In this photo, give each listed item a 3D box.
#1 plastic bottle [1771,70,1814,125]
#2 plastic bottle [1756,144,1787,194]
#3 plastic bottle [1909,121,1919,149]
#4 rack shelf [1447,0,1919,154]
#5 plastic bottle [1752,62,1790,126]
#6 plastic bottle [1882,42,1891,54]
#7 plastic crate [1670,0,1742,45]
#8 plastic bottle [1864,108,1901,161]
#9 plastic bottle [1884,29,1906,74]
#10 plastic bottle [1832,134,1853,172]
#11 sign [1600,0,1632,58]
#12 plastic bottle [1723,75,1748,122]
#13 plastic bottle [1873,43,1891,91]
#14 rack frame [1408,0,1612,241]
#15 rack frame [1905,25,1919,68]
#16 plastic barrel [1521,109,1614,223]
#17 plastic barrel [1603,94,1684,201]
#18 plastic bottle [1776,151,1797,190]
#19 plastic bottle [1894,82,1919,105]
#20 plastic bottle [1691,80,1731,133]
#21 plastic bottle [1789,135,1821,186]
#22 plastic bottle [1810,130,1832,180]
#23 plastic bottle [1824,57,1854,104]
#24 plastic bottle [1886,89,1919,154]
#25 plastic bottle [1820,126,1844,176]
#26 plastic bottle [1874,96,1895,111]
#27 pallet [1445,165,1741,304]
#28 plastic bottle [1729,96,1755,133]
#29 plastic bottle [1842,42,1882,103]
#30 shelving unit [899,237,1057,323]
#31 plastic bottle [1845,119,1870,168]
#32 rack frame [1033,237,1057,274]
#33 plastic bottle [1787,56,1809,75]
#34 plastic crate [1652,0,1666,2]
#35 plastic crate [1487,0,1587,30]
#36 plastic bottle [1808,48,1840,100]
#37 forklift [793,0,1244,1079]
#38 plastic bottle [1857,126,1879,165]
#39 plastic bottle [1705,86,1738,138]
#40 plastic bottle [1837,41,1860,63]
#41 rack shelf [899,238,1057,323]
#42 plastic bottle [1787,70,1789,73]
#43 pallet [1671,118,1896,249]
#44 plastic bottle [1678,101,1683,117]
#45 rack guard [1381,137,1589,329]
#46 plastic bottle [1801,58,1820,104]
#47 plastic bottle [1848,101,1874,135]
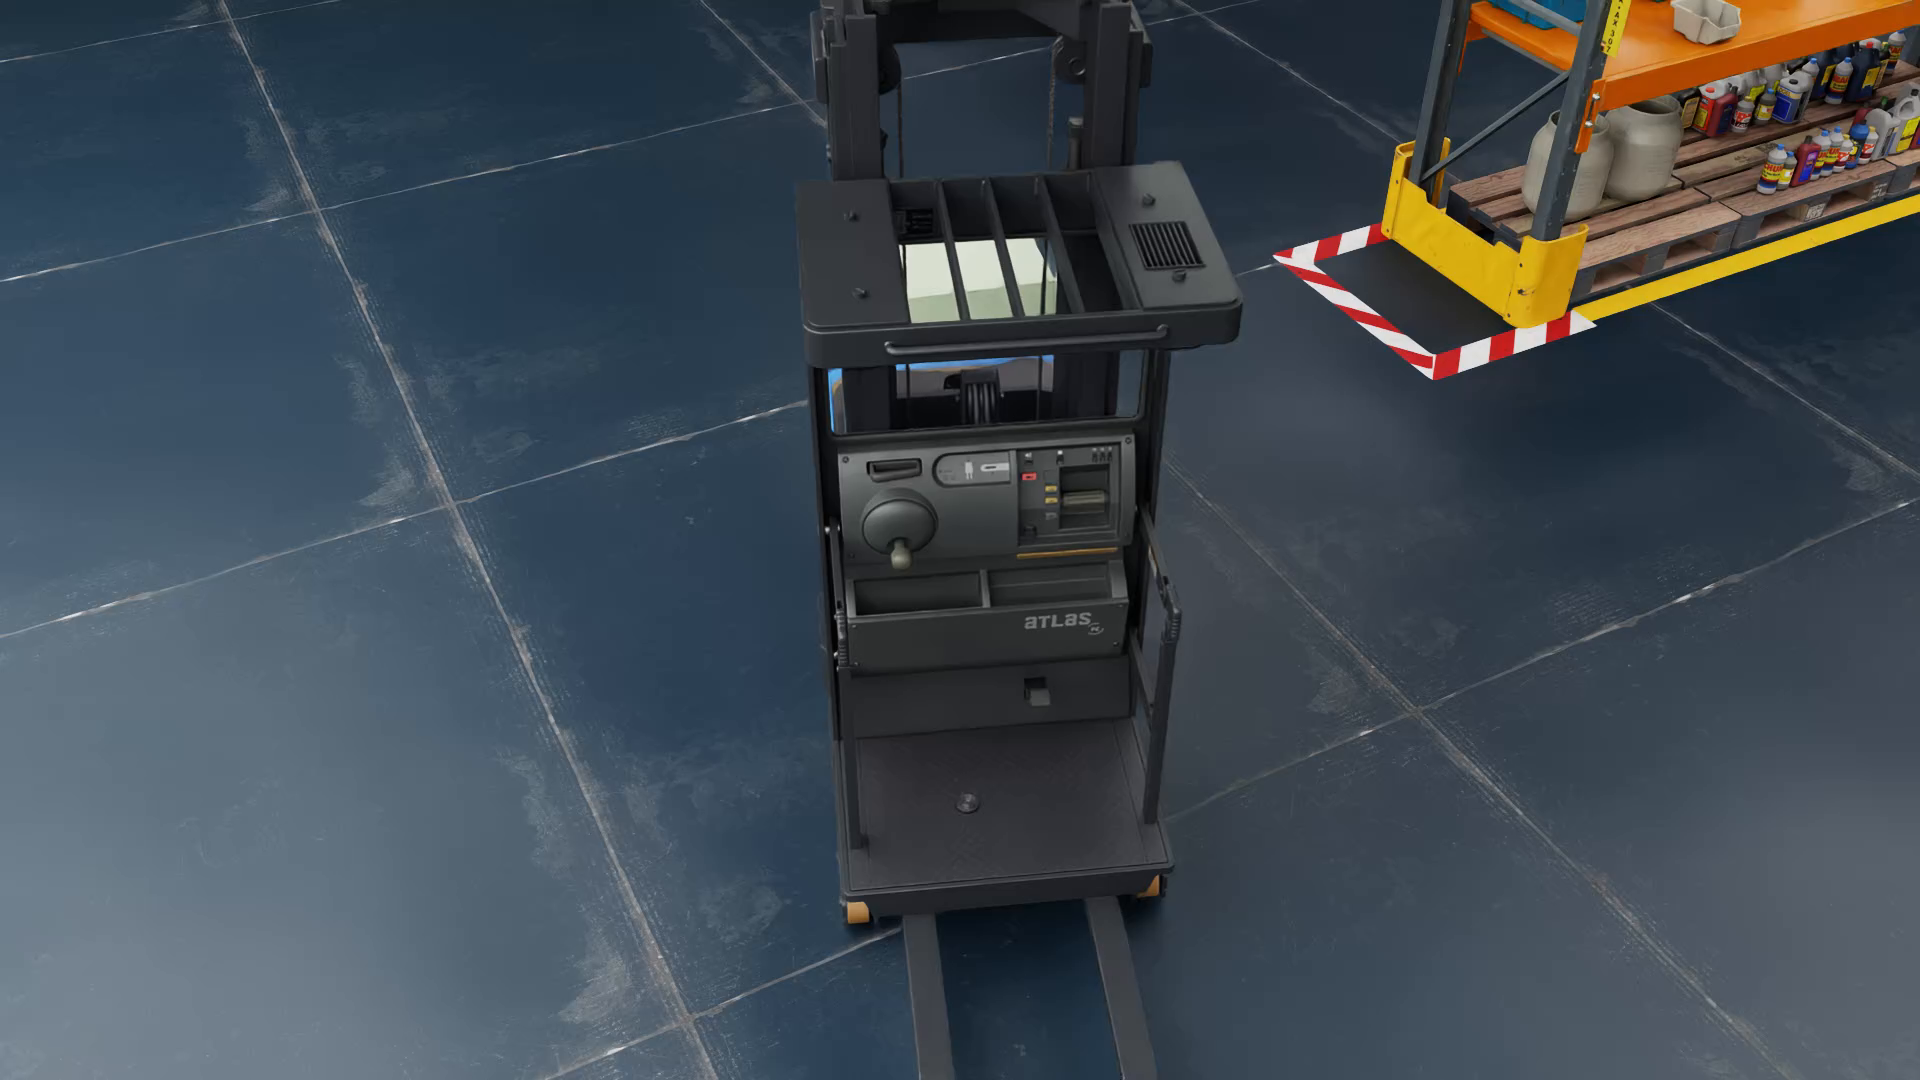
[{"bbox_3d":[4.890,-2.609,9.778,0.135,0.276,0.152,-19,44,-21],"label":"plastic bottle"},{"bbox_3d":[4.456,-2.040,9.109,0.097,0.271,0.097,0,40,0],"label":"plastic bottle"},{"bbox_3d":[5.518,-2.388,9.512,0.133,0.283,0.061,-16,43,-18],"label":"plastic bottle"},{"bbox_3d":[4.478,-2.873,8.879,4.000,0.370,1.077,-19,44,-21],"label":"rack shelf"},{"bbox_3d":[4.779,-2.673,9.796,0.284,0.351,0.242,-19,44,-21],"label":"plastic bottle"},{"bbox_3d":[5.676,-2.970,10.262,0.097,0.201,0.097,0,40,0],"label":"plastic bottle"},{"bbox_3d":[3.646,-2.533,8.125,0.250,0.136,0.298,-19,44,-21],"label":"plastic crate"},{"bbox_3d":[5.211,-2.316,9.431,0.135,0.276,0.152,-18,43,-20],"label":"plastic bottle"},{"bbox_3d":[5.767,-3.027,10.276,0.097,0.271,0.097,0,40,0],"label":"plastic bottle"},{"bbox_3d":[4.937,-2.175,9.323,0.097,0.201,0.097,0,40,0],"label":"plastic bottle"},{"bbox_3d":[2.954,-2.340,7.478,0.005,0.325,0.100,-19,44,-21],"label":"sign"},{"bbox_3d":[4.490,-2.579,9.743,0.135,0.276,0.152,-20,44,-22],"label":"plastic bottle"},{"bbox_3d":[5.542,-2.859,10.067,0.133,0.283,0.061,-19,44,-21],"label":"plastic bottle"},{"bbox_3d":[2.704,-2.551,7.942,0.127,3.000,1.000,-19,44,-21],"label":"rack frame"},{"bbox_3d":[6.252,-3.744,9.352,0.127,3.000,1.000,-19,44,-21],"label":"rack frame"},{"bbox_3d":[3.252,-2.002,8.894,0.421,0.512,0.421,0,40,0],"label":"plastic barrel"},{"bbox_3d":[3.697,-2.151,9.070,0.421,0.512,0.421,0,40,0],"label":"plastic barrel"},{"bbox_3d":[4.548,-2.044,9.168,0.097,0.201,0.097,0,40,0],"label":"plastic bottle"},{"bbox_3d":[5.553,-2.536,9.691,0.135,0.276,0.152,-19,44,-21],"label":"plastic bottle"},{"bbox_3d":[4.367,-2.538,9.694,0.135,0.276,0.152,-18,44,-20],"label":"plastic bottle"},{"bbox_3d":[4.665,-2.101,9.173,0.133,0.283,0.061,-18,43,-20],"label":"plastic bottle"},{"bbox_3d":[4.760,-2.142,9.230,0.097,0.271,0.097,0,40,0],"label":"plastic bottle"},{"bbox_3d":[5.271,-2.755,9.955,0.097,0.271,0.097,0,40,0],"label":"plastic bottle"},{"bbox_3d":[5.357,-2.390,9.462,0.185,0.351,0.144,-19,44,-21],"label":"plastic bottle"},{"bbox_3d":[4.849,-2.172,9.265,0.097,0.271,0.097,0,40,0],"label":"plastic bottle"},{"bbox_3d":[5.287,-2.416,9.544,0.133,0.283,0.061,-19,44,-21],"label":"plastic bottle"},{"bbox_3d":[3.473,-1.775,9.184,1.213,0.211,1.003,-19,44,-21],"label":"pallet"},{"bbox_3d":[4.564,-2.485,9.689,0.097,0.201,0.097,0,40,0],"label":"plastic bottle"},{"bbox_3d":[5.411,-2.816,9.964,0.185,0.351,0.144,-19,44,-21],"label":"plastic bottle"},{"bbox_3d":[-0.014,-0.662,6.871,0.755,1.500,0.431,-9,41,-10],"label":"shelving unit"},{"bbox_3d":[5.028,-2.232,9.337,0.097,0.271,0.097,0,40,0],"label":"plastic bottle"},{"bbox_3d":[0.343,-0.716,6.935,0.023,1.500,0.400,-9,41,-10],"label":"rack frame"},{"bbox_3d":[5.011,-2.791,9.987,0.133,0.283,0.061,-17,43,-19],"label":"plastic bottle"},{"bbox_3d":[3.588,-3.005,8.594,0.408,0.251,0.499,-19,44,-21],"label":"plastic crate"},{"bbox_3d":[3.010,-2.815,8.369,0.616,0.251,0.499,-19,44,-21],"label":"plastic crate"},{"bbox_3d":[5.177,-2.842,9.995,0.185,0.351,0.144,-20,44,-22],"label":"plastic bottle"},{"bbox_3d":[0.114,-0.046,5.036,1.130,2.935,3.031,-4,40,-5],"label":"forklift"},{"bbox_3d":[5.119,-2.236,9.395,0.097,0.201,0.097,0,40,0],"label":"plastic bottle"},{"bbox_3d":[4.416,-2.480,9.620,0.133,0.283,0.061,-19,44,-21],"label":"plastic bottle"},{"bbox_3d":[5.344,-2.898,10.062,0.185,0.351,0.144,-17,43,-20],"label":"plastic bottle"},{"bbox_3d":[-0.014,-0.960,6.619,0.720,0.370,0.431,-9,41,-10],"label":"rack shelf"},{"bbox_3d":[4.915,-2.714,9.960,0.097,0.201,0.097,0,40,0],"label":"plastic bottle"},{"bbox_3d":[4.553,-2.137,9.611,1.213,0.211,1.003,-19,44,-21],"label":"pallet"},{"bbox_3d":[4.130,-2.450,9.648,0.097,0.201,0.097,0,40,0],"label":"plastic bottle"},{"bbox_3d":[2.750,-1.646,8.808,0.348,0.500,1.175,-19,44,-21],"label":"rack guard"},{"bbox_3d":[5.063,-2.746,9.944,0.097,0.271,0.097,0,40,0],"label":"plastic bottle"},{"bbox_3d":[5.161,-2.379,9.501,0.133,0.283,0.061,-19,44,-21],"label":"plastic bottle"}]
